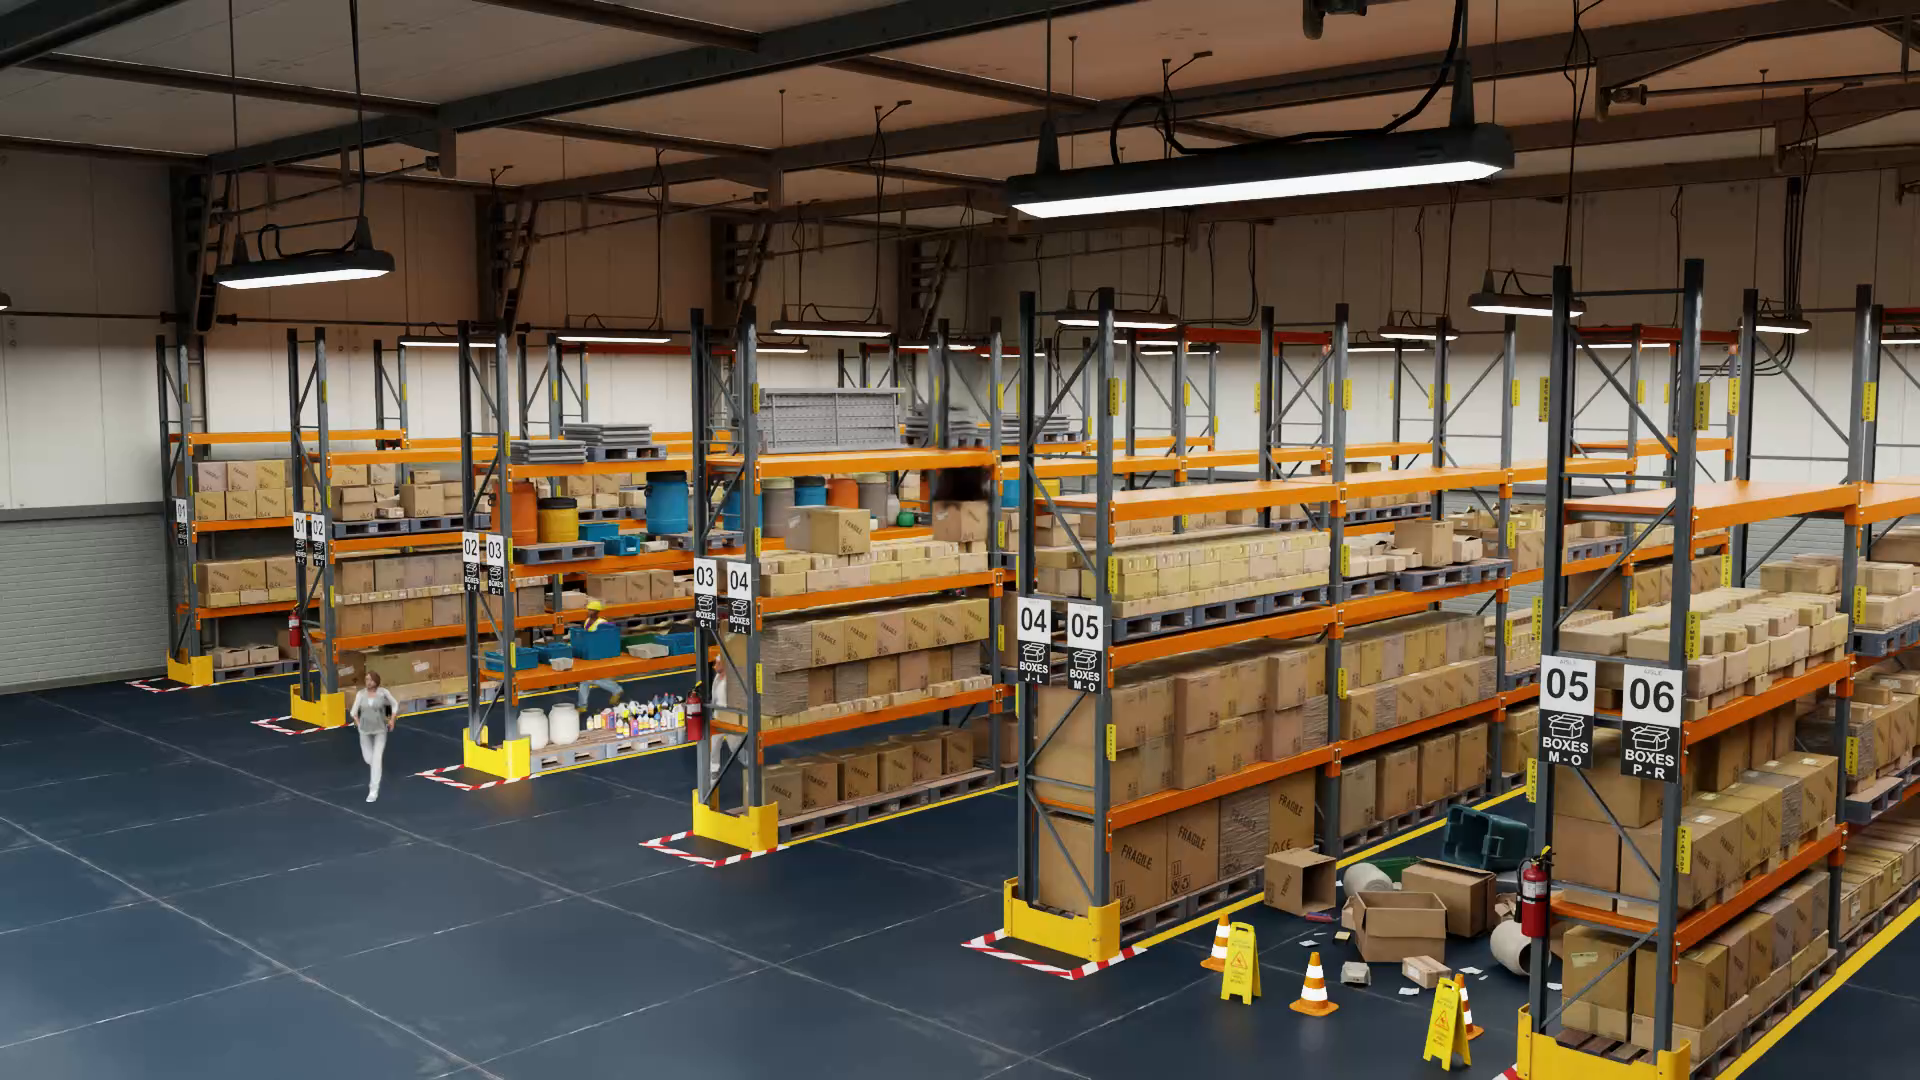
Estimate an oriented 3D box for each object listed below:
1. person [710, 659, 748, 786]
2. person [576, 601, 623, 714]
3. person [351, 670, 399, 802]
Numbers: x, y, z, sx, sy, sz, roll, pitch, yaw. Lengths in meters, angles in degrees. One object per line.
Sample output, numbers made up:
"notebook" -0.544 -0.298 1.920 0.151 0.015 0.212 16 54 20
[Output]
"person" -2.887 2.311 20.847 0.924 1.757 0.641 -5 7 -44
"person" -5.718 1.834 26.076 0.700 1.774 0.972 4 7 38
"person" -7.332 2.422 20.827 0.554 1.576 0.865 -1 5 -8
